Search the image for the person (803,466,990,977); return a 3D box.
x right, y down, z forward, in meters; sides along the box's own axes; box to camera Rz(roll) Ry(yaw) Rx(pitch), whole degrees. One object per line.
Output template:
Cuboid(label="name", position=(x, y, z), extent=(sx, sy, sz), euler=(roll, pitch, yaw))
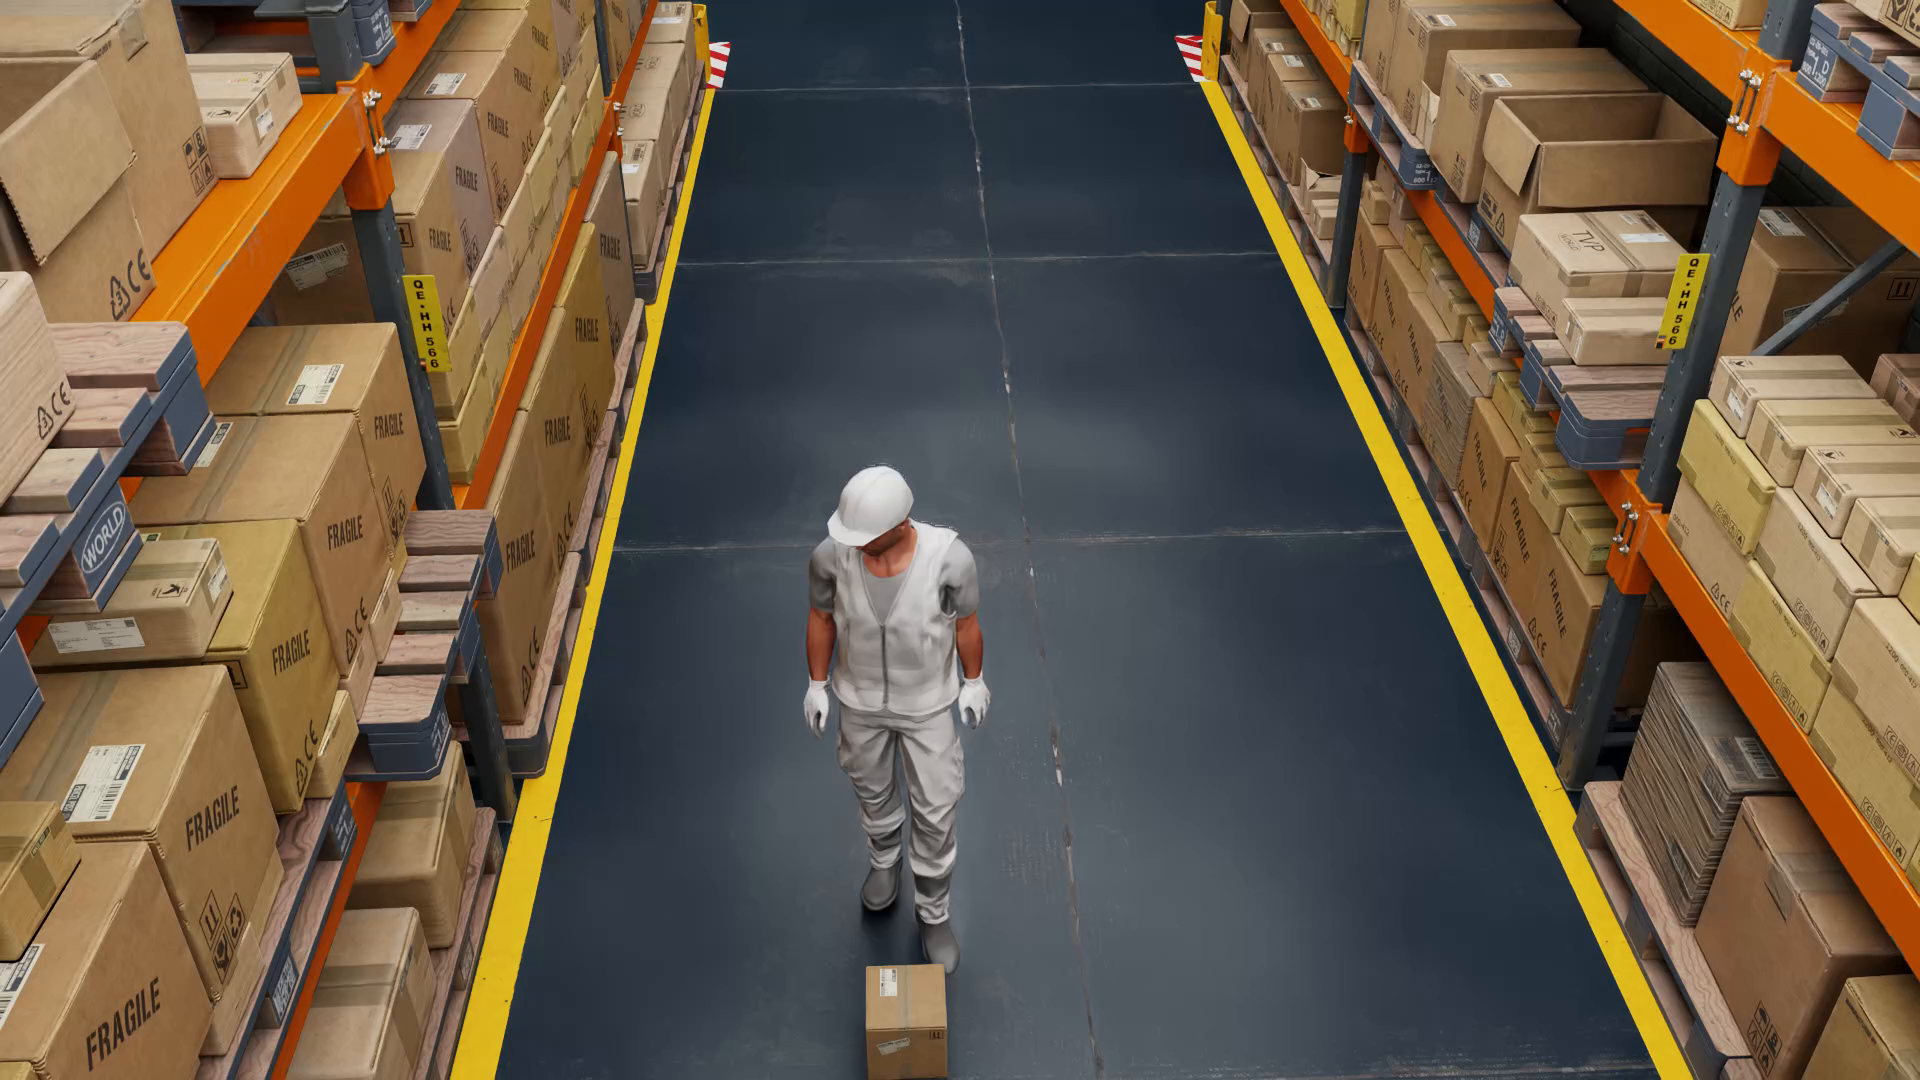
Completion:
Cuboid(label="person", position=(-0.225, 0.574, 5.304), extent=(0.597, 1.822, 0.507), euler=(5, 35, 8))
